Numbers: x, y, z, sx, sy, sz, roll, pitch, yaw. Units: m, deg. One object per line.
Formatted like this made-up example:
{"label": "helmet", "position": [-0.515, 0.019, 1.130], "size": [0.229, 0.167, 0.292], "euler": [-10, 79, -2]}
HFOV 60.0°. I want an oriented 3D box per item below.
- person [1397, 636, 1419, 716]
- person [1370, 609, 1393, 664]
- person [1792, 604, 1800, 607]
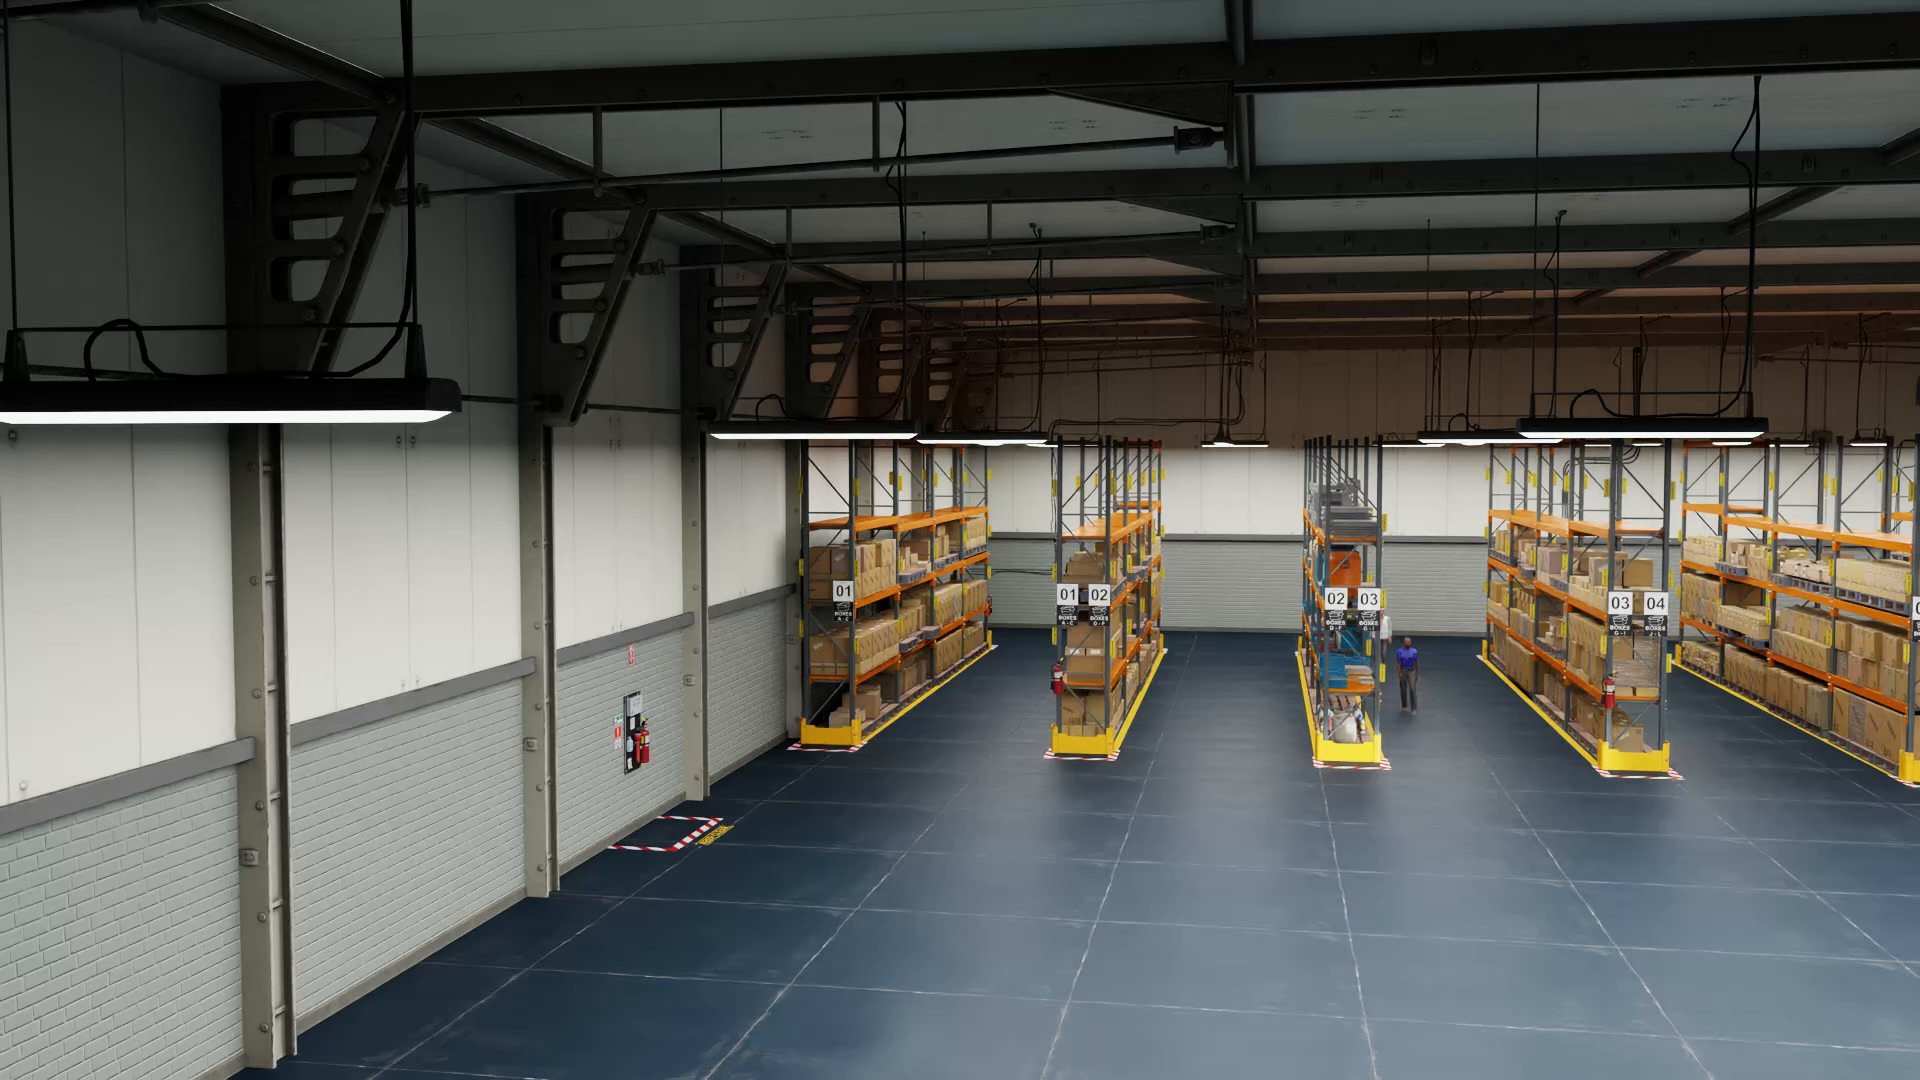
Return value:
{"label": "person", "position": [9.742, 2.958, 36.170], "size": [0.486, 1.679, 0.608], "euler": [1, 3, 23]}
{"label": "person", "position": [10.817, 2.558, 42.736], "size": [0.565, 1.822, 0.666], "euler": [0, 3, 6]}
{"label": "person", "position": [21.984, 2.536, 43.778], "size": [0.493, 1.700, 0.692], "euler": [-1, 3, -26]}
